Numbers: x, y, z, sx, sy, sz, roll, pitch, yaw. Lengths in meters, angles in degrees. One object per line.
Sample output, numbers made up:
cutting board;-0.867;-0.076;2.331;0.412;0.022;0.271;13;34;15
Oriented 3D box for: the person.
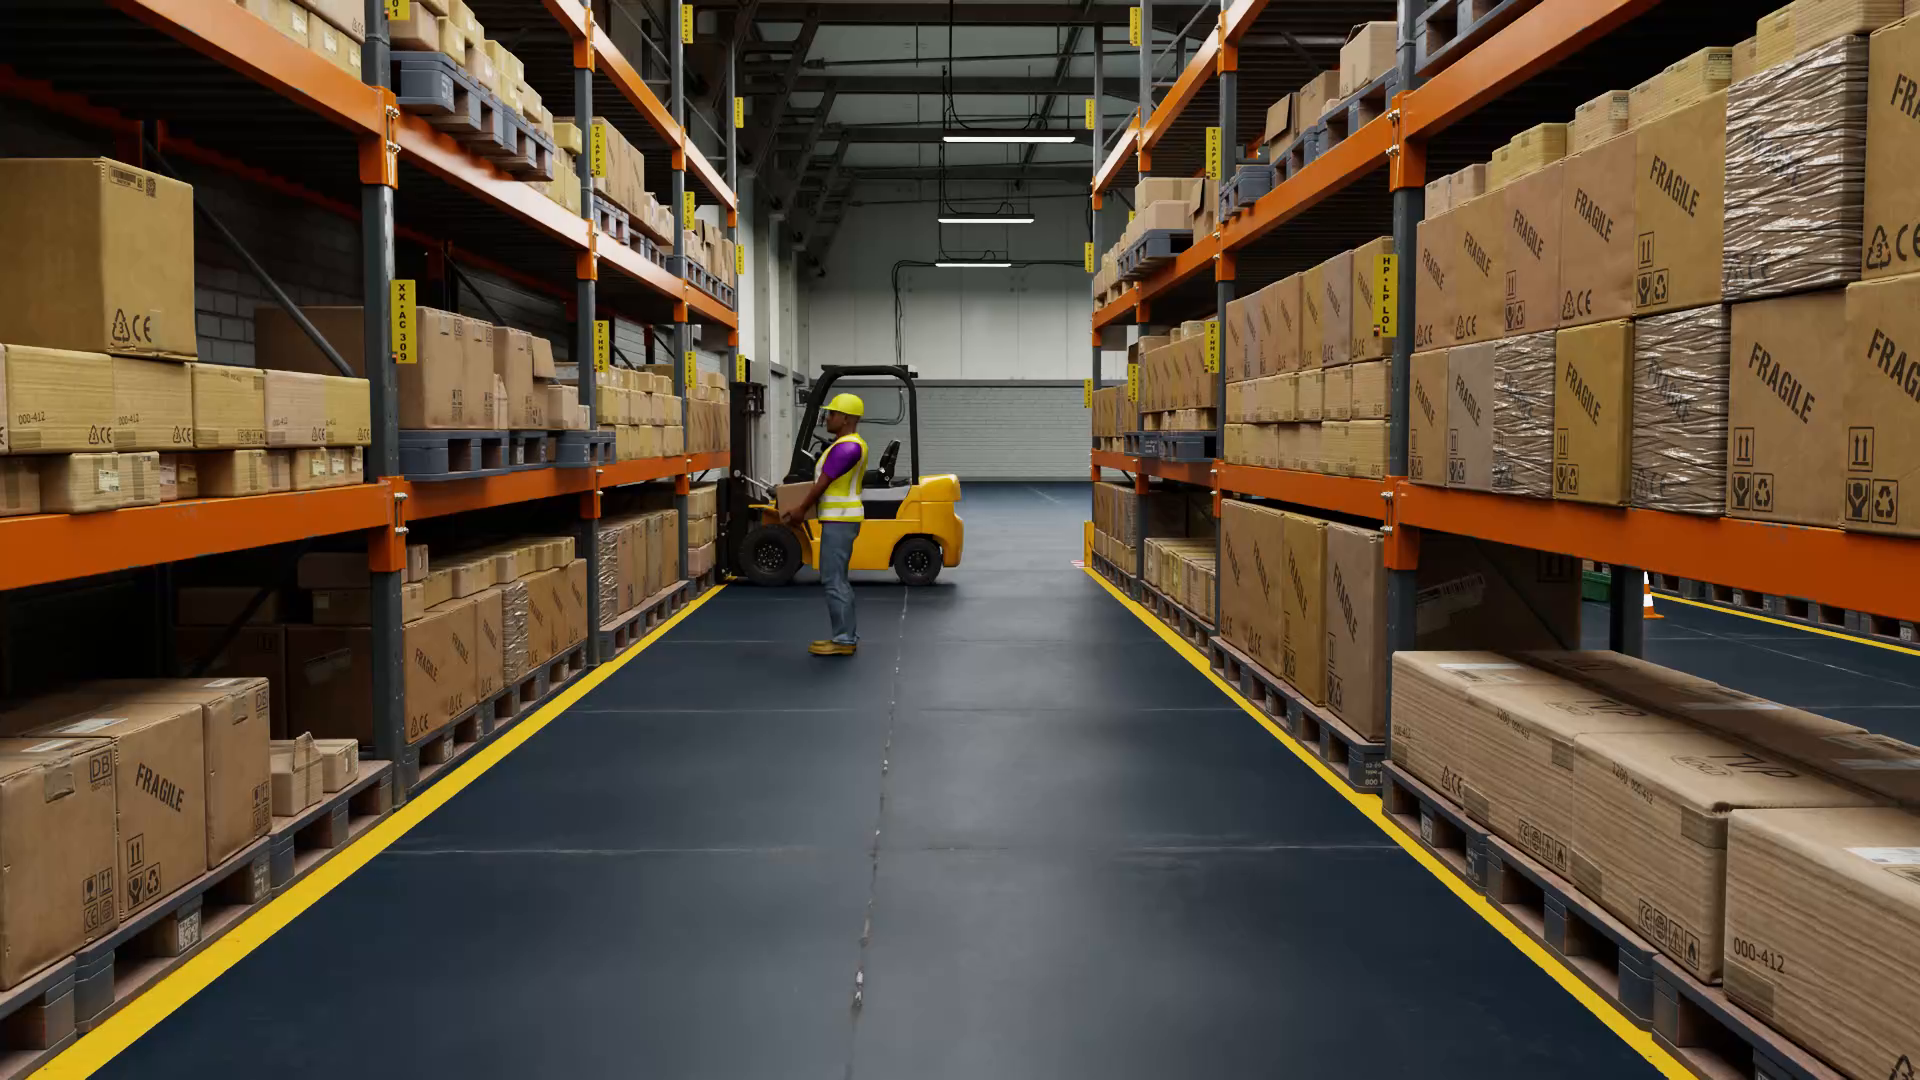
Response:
person;-0.913;-0.109;11.277;0.574;1.760;0.504;0;4;0
